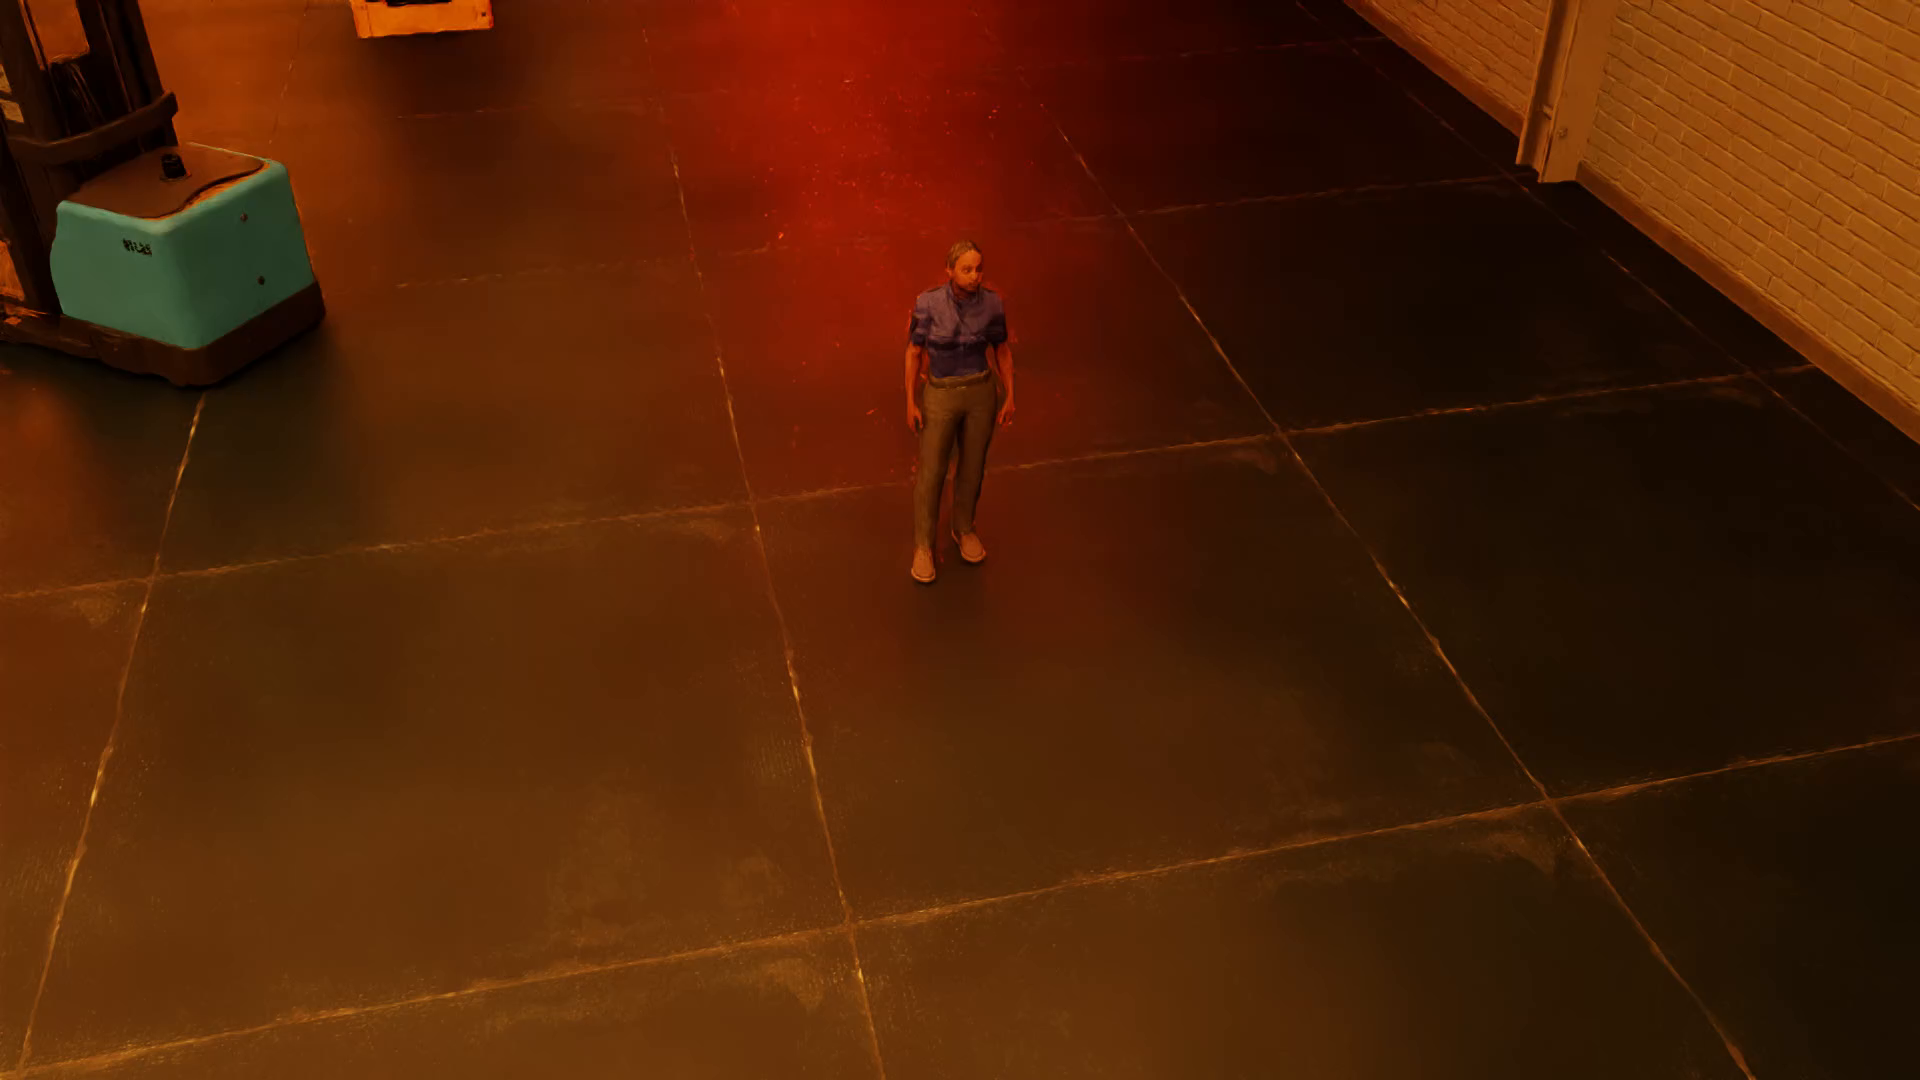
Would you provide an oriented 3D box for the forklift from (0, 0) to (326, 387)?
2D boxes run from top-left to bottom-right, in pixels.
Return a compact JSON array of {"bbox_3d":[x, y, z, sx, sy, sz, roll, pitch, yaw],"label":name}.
[{"bbox_3d":[-5.525,-2.659,9.745,3.031,2.935,1.130,15,38,20],"label":"forklift"}]

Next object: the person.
[{"bbox_3d":[0.001,-0.625,7.999,0.570,1.654,0.503,-8,36,-11],"label":"person"}]
